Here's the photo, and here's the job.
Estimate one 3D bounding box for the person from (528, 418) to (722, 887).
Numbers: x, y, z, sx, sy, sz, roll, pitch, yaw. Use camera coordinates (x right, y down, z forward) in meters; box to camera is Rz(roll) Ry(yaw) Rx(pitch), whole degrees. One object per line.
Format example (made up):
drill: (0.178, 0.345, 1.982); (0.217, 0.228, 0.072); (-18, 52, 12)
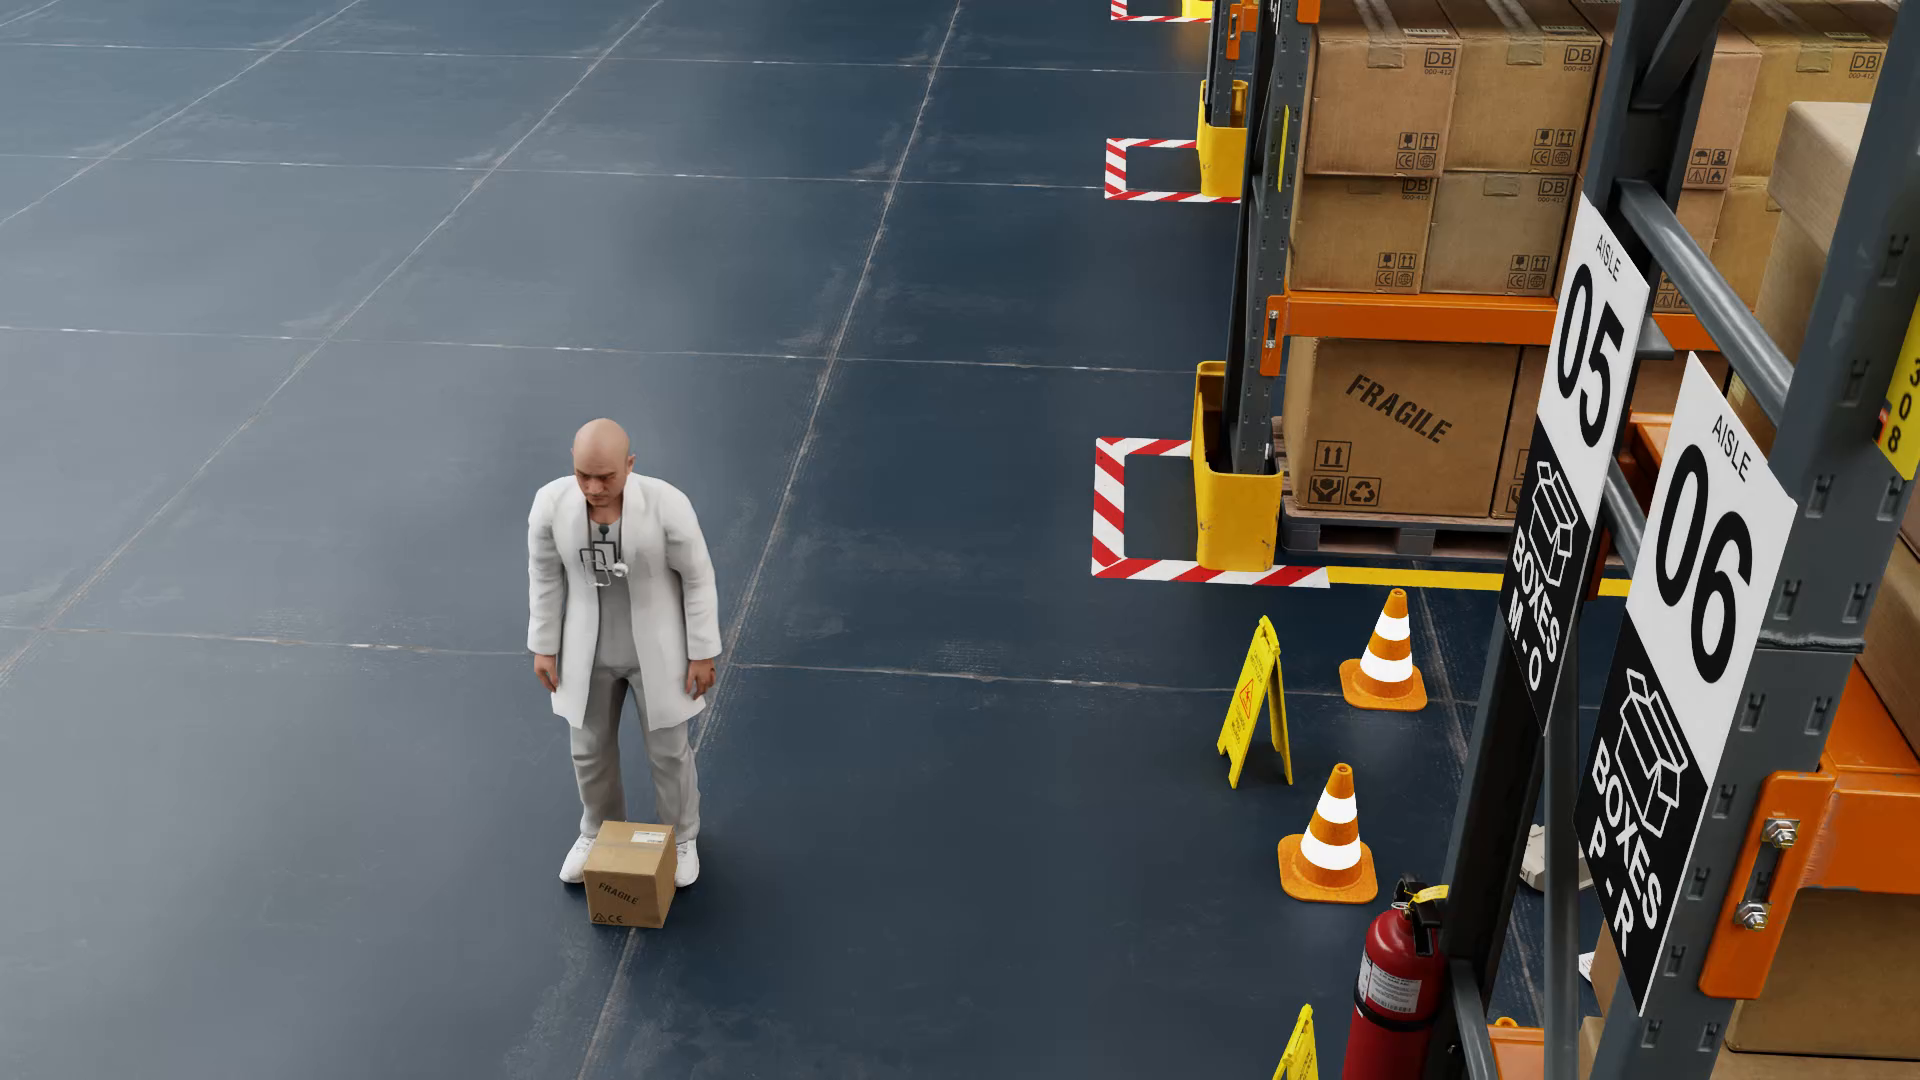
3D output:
person: (-1.113, 0.373, 5.543); (0.650, 1.774, 0.417); (2, 32, 3)
